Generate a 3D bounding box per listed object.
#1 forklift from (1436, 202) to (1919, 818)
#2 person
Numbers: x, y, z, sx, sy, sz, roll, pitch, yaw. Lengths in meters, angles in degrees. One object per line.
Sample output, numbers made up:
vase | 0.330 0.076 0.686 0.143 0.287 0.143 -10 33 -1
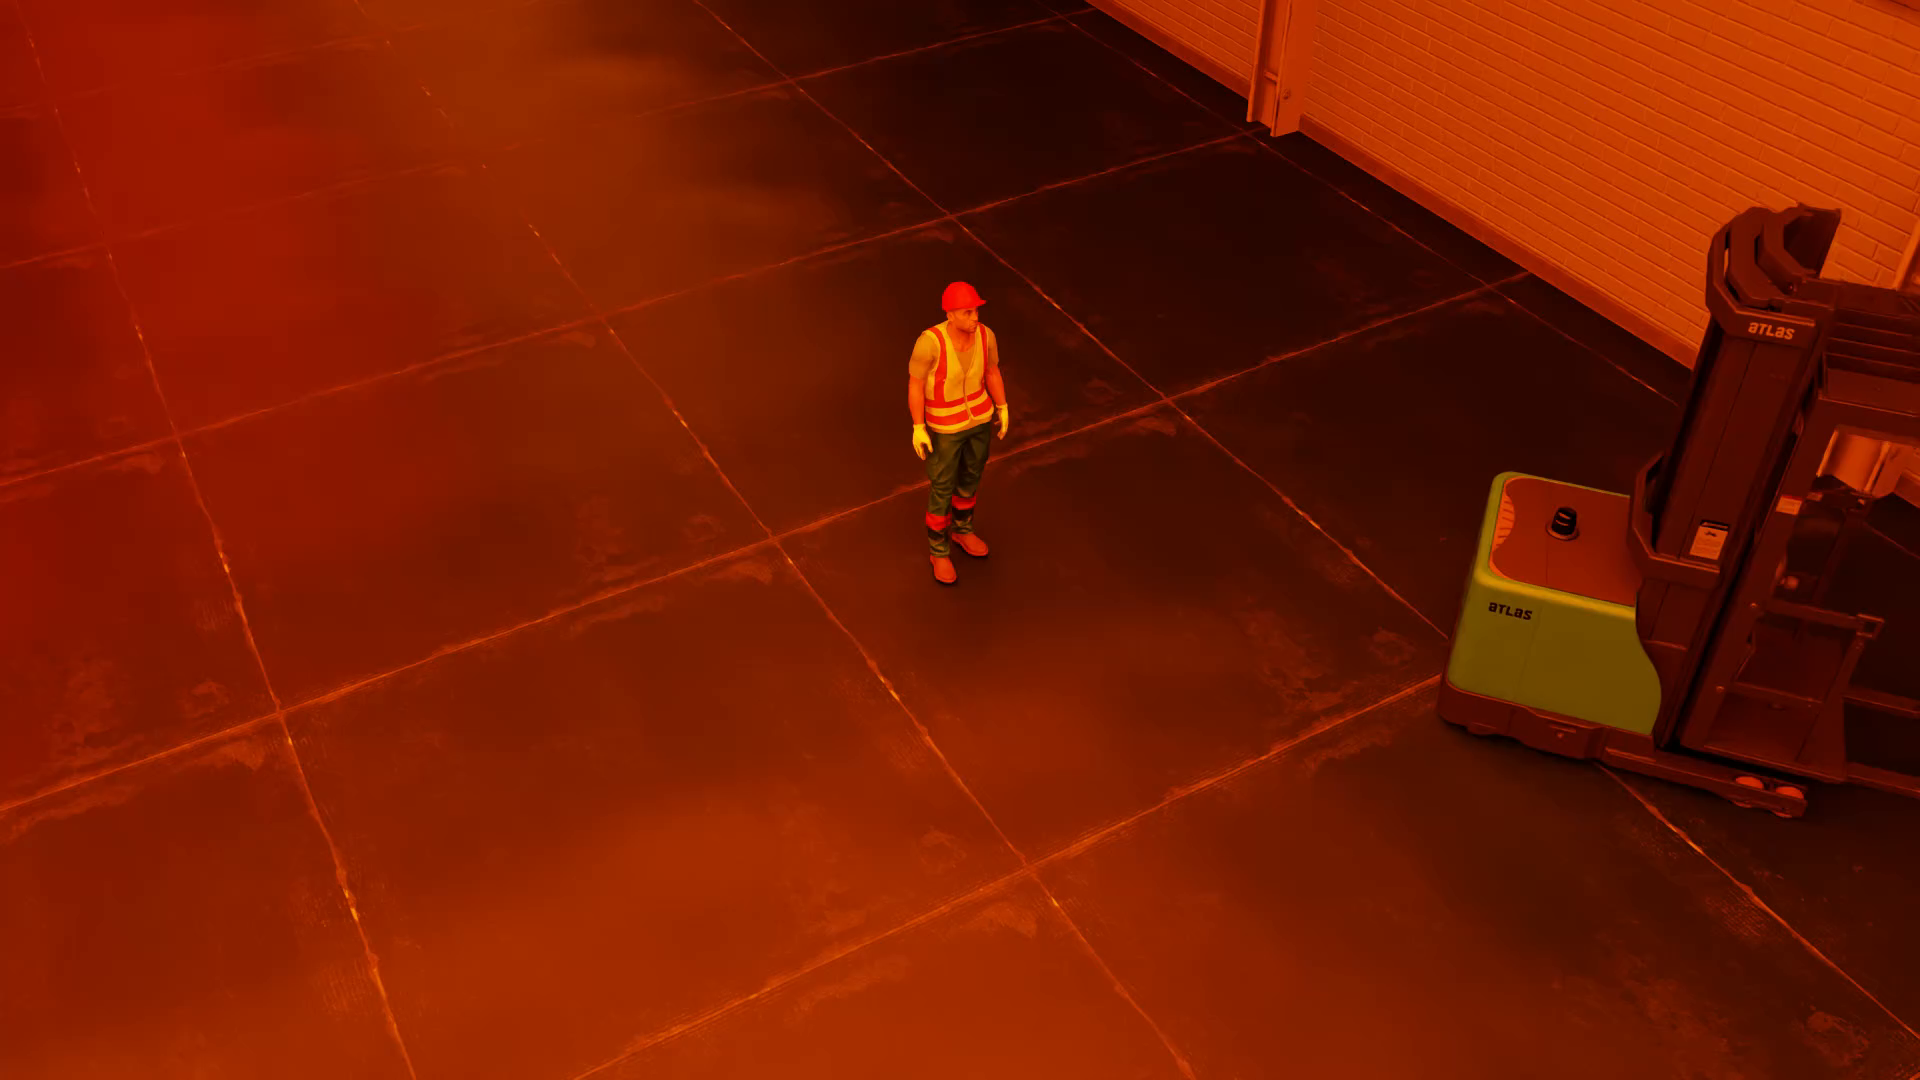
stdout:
forklift | 4.181 -0.078 8.131 3.031 2.935 1.130 13 42 16
person | 0.029 -0.646 9.698 0.637 1.787 0.564 -20 44 -23
